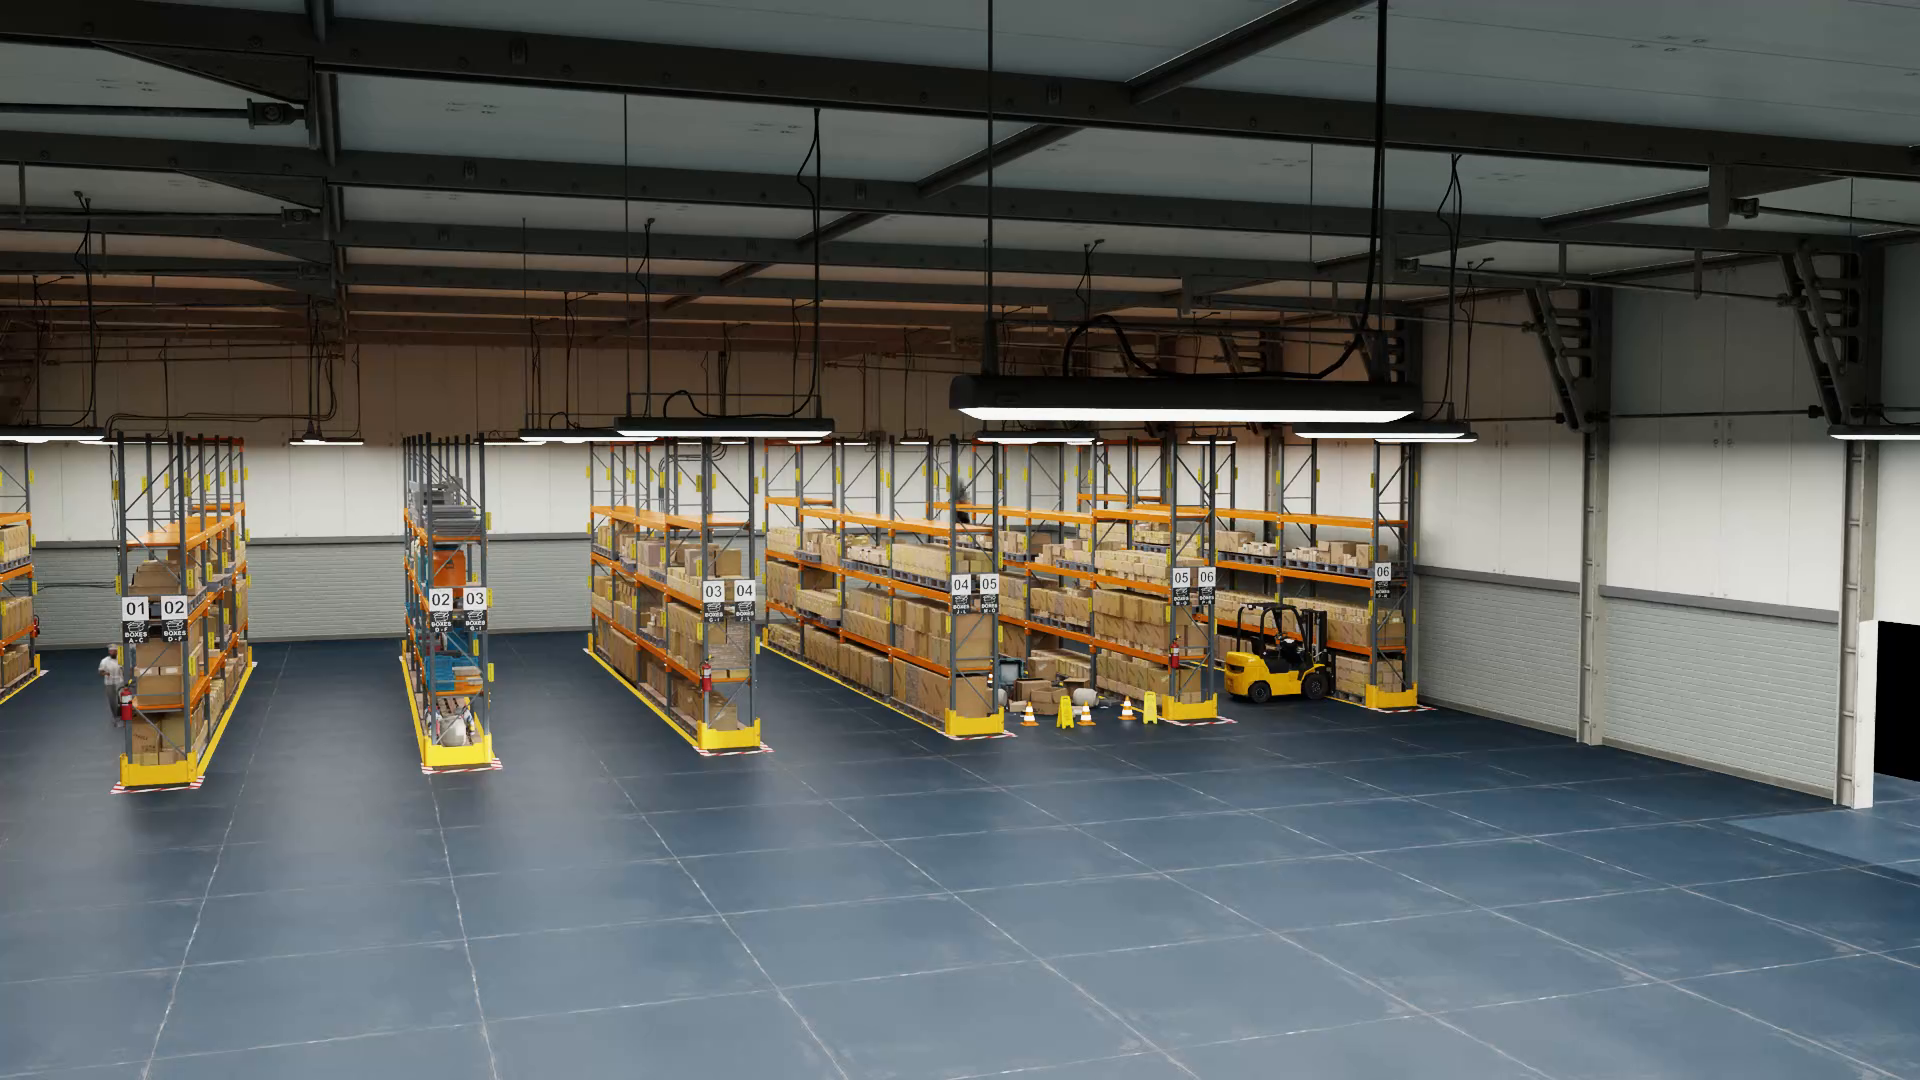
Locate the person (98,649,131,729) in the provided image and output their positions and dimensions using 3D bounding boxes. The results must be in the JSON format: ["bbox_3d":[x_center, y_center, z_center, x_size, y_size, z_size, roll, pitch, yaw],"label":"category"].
[{"bbox_3d":[-17.353,3.008,34.125,0.563,1.712,0.766,-1,3,-19],"label":"person"}]

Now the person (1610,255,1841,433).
[{"bbox_3d":[7.481,-0.919,38.771,26.689,9.010,9.444,3,4,41],"label":"person"}]

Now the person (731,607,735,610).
[{"bbox_3d":[-6.206,2.208,46.104,0.466,1.651,0.715,-1,3,-24],"label":"person"}]
